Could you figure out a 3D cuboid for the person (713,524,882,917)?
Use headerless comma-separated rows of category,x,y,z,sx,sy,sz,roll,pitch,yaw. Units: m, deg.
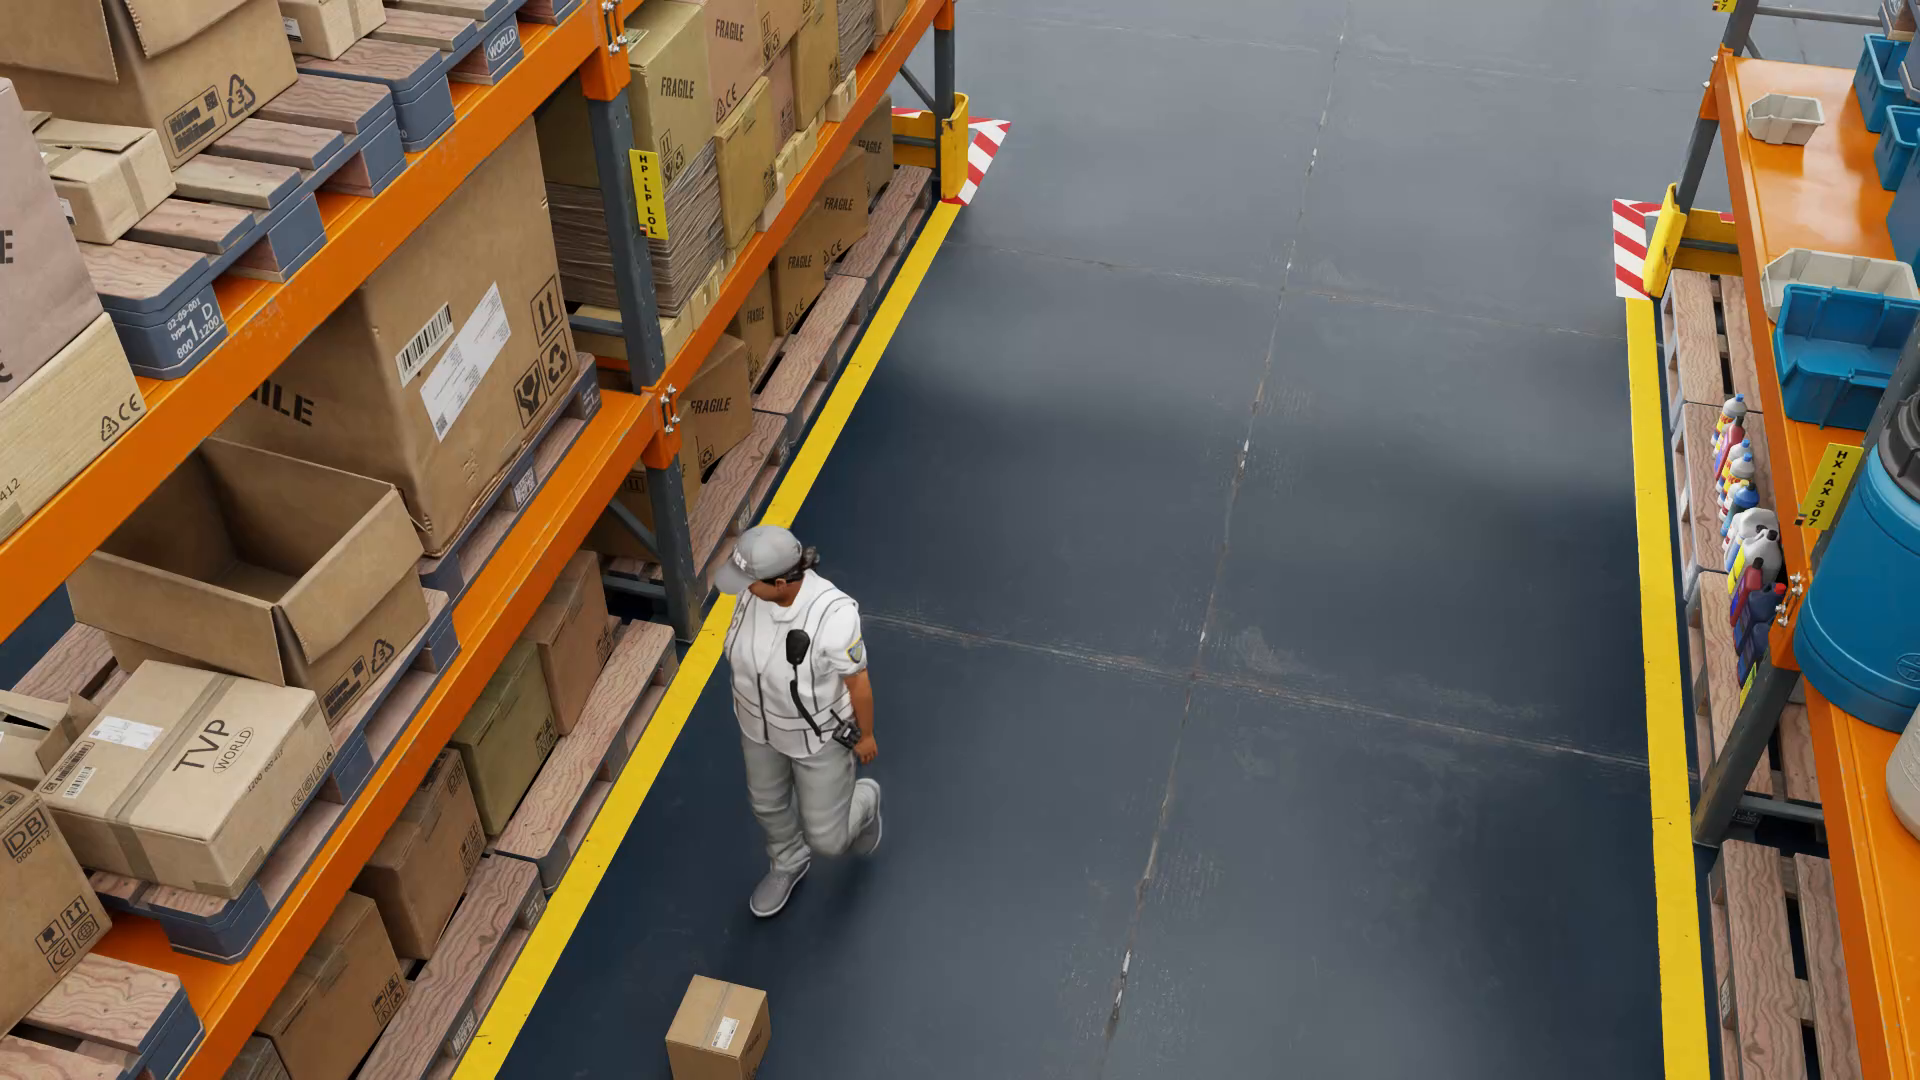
person,-0.519,0.588,5.459,0.506,1.648,0.534,21,45,22
